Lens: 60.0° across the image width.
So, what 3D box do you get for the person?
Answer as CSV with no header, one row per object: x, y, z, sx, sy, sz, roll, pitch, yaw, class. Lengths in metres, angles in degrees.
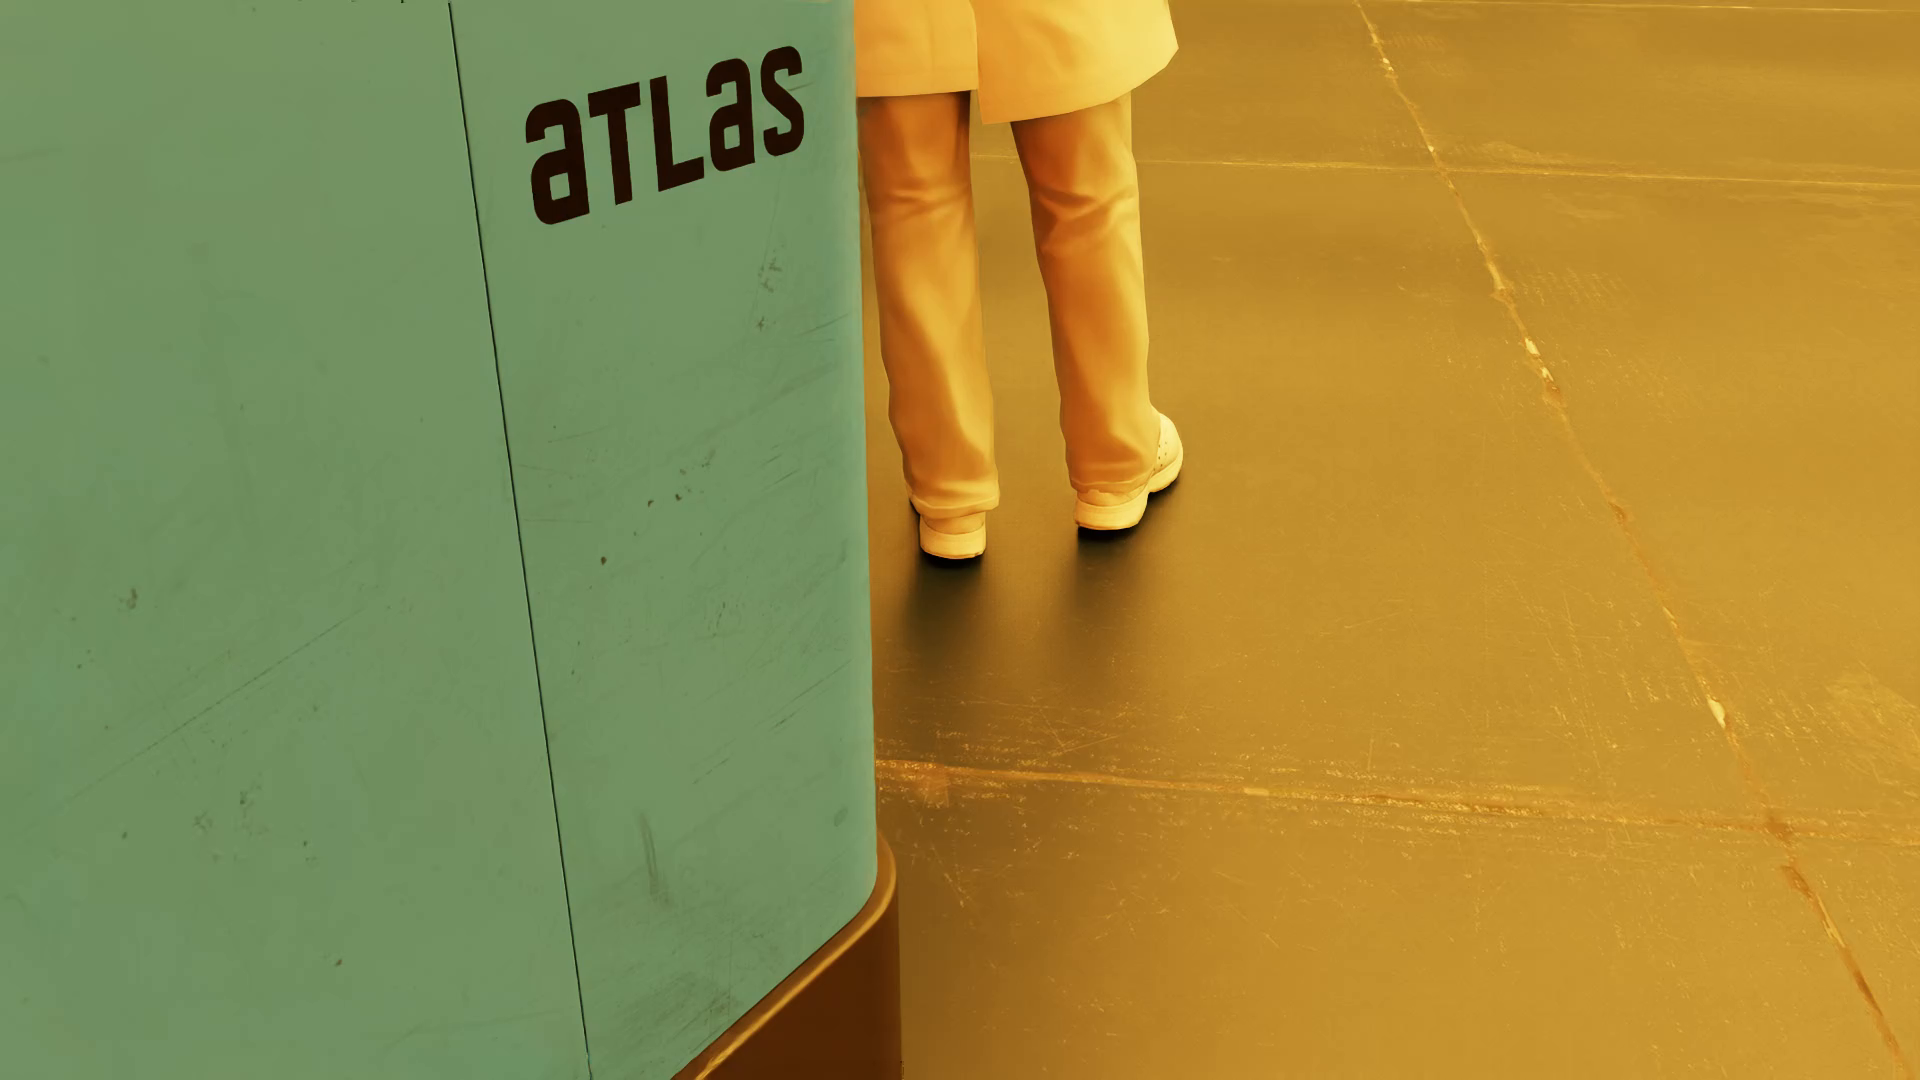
0.016,-0.842,2.180,0.698,1.777,0.580,3,27,7,person
